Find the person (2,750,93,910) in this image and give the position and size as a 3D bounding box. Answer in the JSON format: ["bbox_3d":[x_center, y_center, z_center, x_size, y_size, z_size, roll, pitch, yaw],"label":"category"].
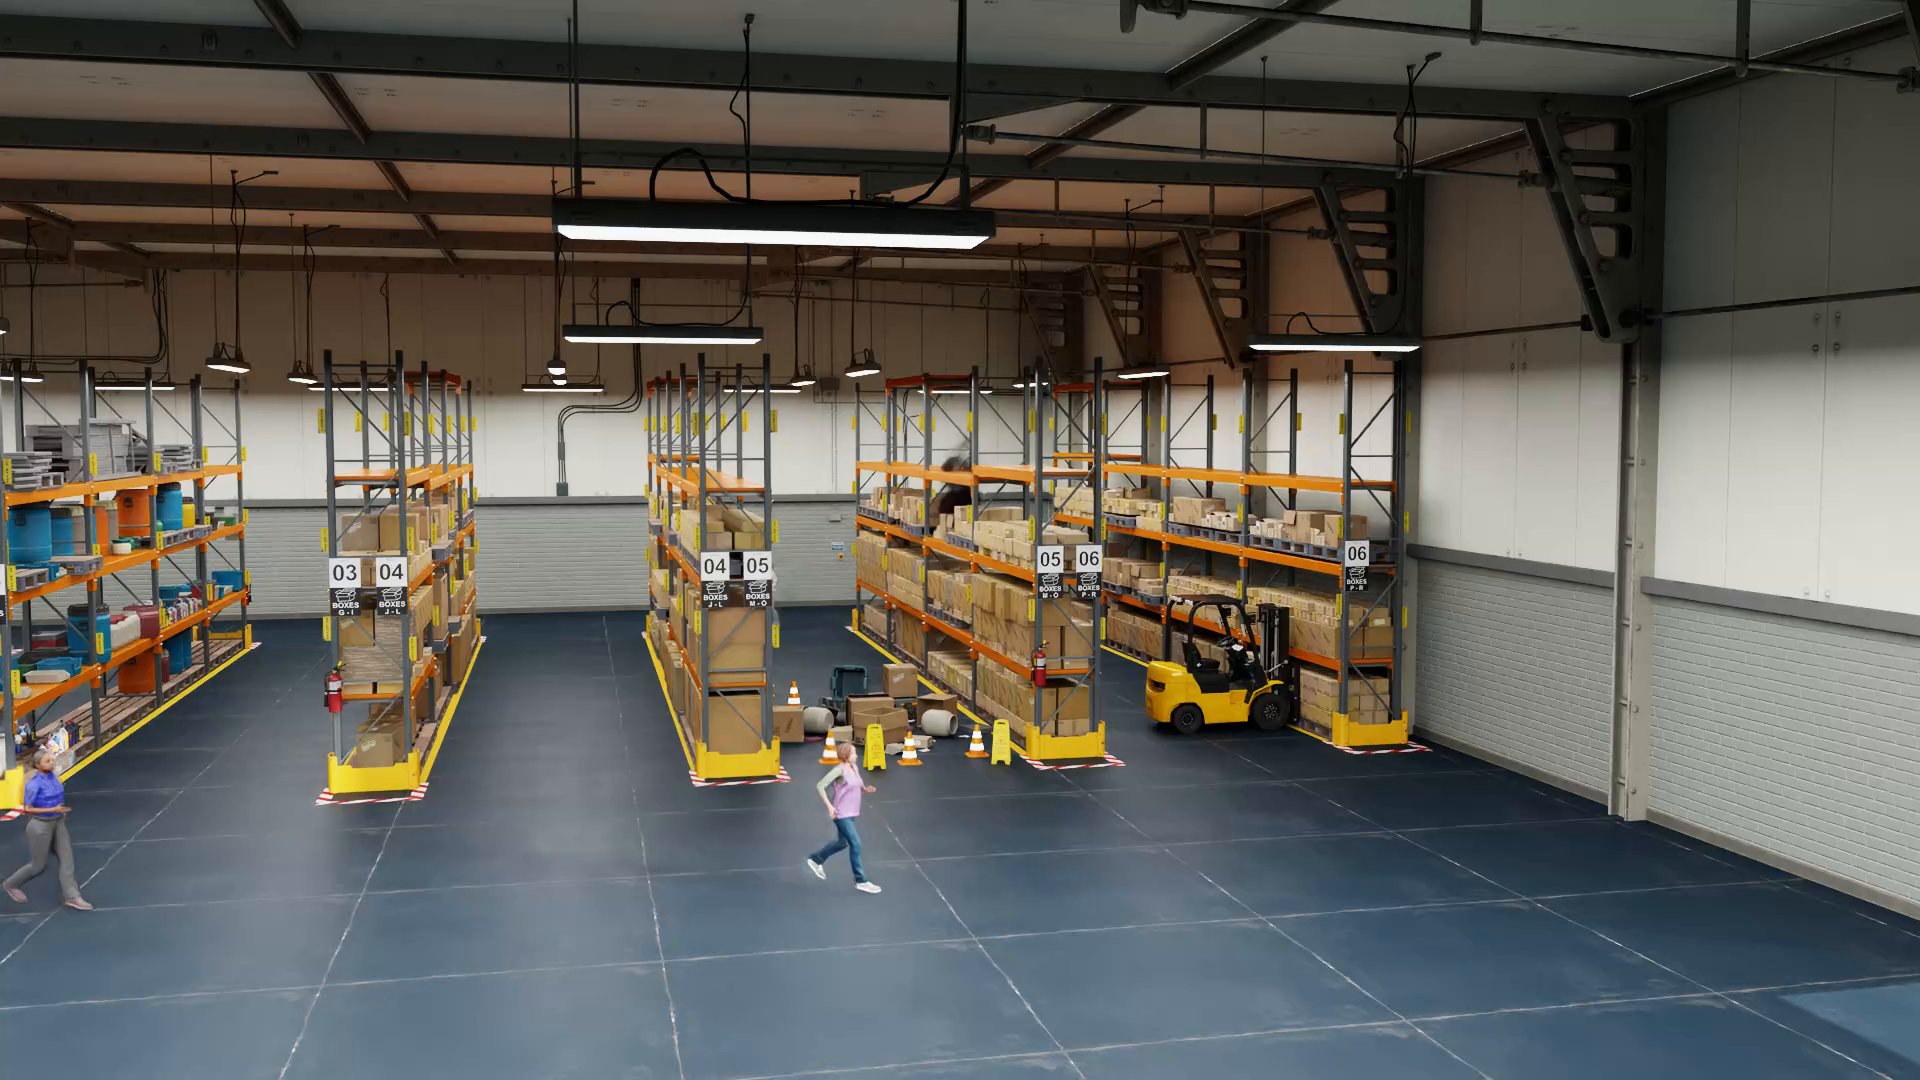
[{"bbox_3d":[-9.375,2.975,17.048,0.923,1.657,0.579,1,4,8],"label":"person"}]

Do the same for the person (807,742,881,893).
[{"bbox_3d":[-1.252,2.944,17.781,0.873,1.587,0.534,2,4,22],"label":"person"}]

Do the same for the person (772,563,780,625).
[{"bbox_3d":[-4.773,1.319,41.055,0.640,1.689,0.585,-1,4,-12],"label":"person"}]
